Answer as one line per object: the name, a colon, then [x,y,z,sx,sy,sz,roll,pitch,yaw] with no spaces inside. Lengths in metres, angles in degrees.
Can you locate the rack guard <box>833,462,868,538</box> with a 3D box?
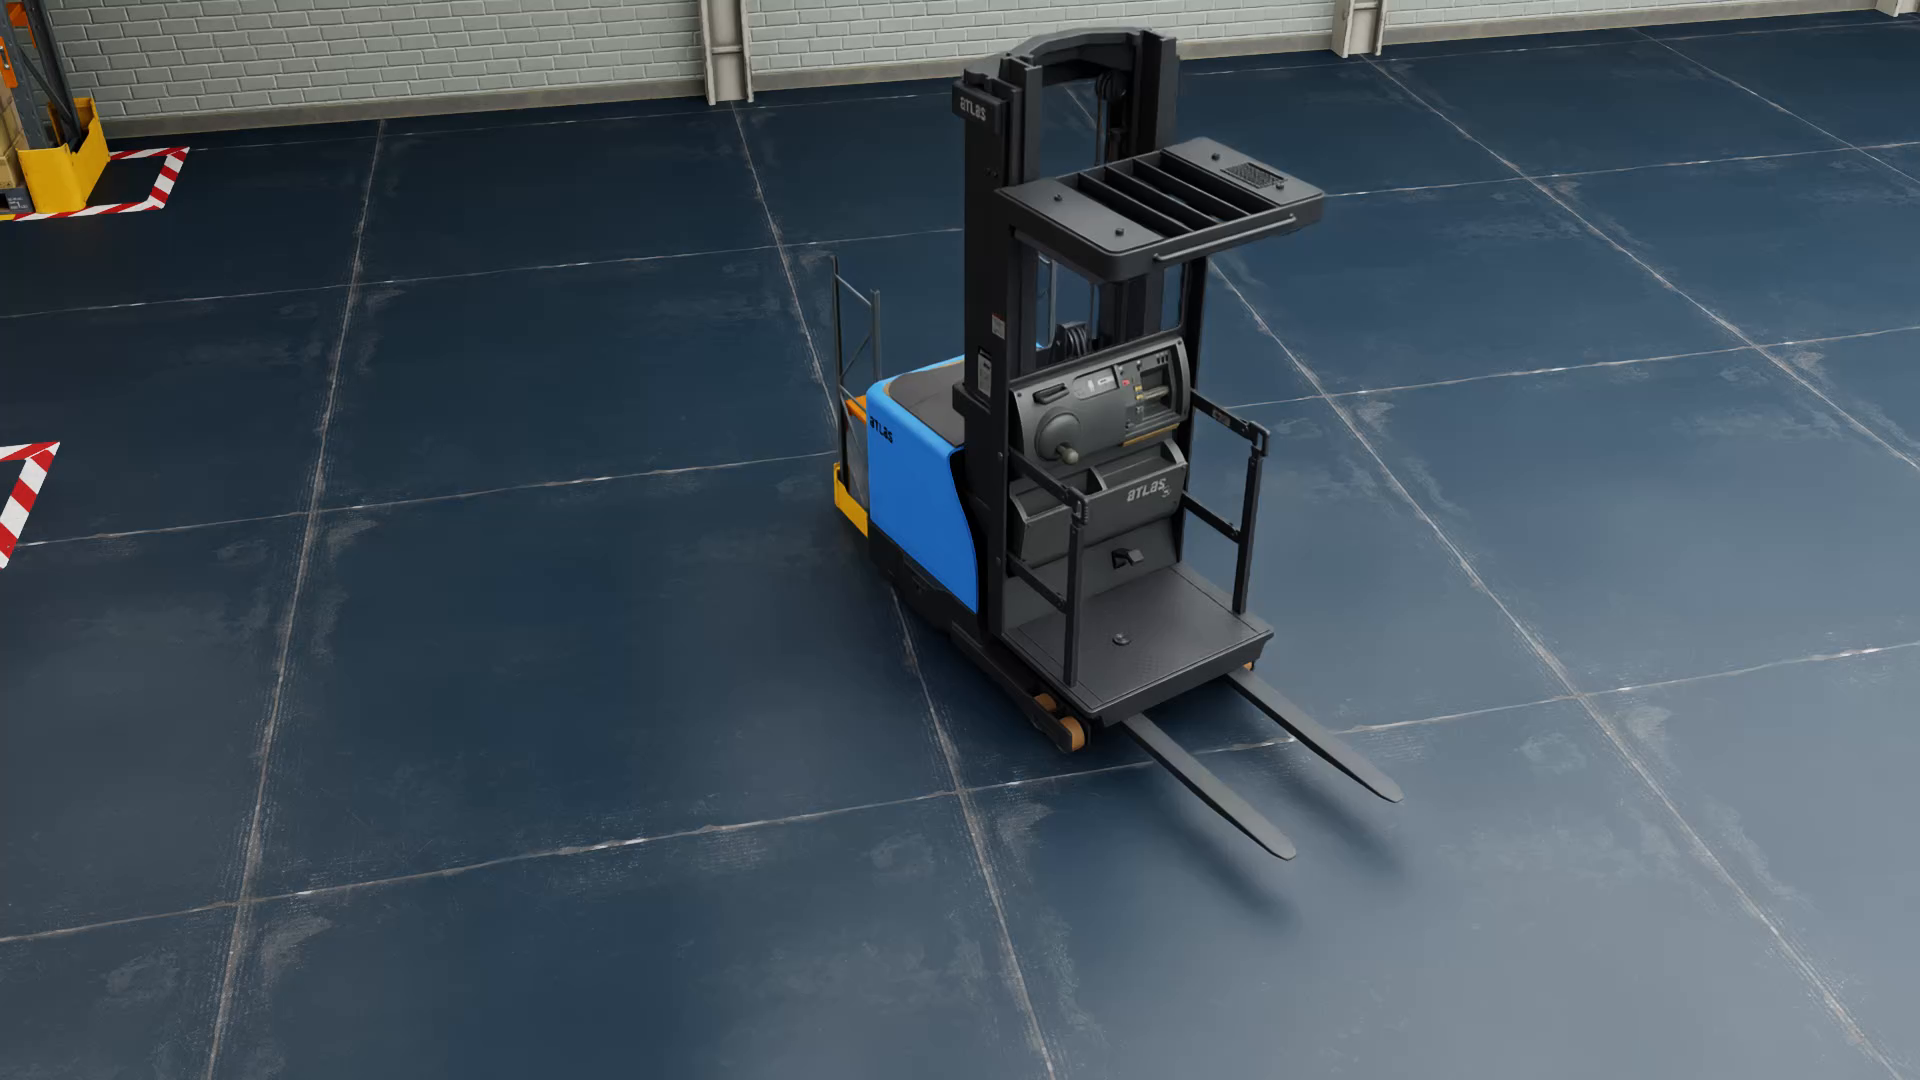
rack guard: [-0.524,-0.182,9.019,0.087,0.250,0.587,-17,38,-24]

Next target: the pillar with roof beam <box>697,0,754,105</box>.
pillar with roof beam: [-1.110,-5.351,8.871,0.400,9.000,9.100,-7,35,-11]

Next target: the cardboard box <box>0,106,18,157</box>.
cardboard box: [-7.440,-3.068,12.496,0.500,0.250,0.500,-8,35,-11]

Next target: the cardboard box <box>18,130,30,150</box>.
cardboard box: [-7.556,-3.136,13.046,0.500,0.250,0.500,-7,35,-10]

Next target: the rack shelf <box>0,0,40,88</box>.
rack shelf: [-8.985,-3.513,12.162,4.000,0.370,1.077,-7,35,-11]

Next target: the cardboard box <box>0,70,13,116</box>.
cardboard box: [-7.414,-3.280,12.362,0.500,0.250,0.500,-6,34,-9]

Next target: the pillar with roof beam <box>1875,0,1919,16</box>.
pillar with roof beam: [10.594,-6.826,11.069,0.400,9.000,9.100,-7,35,-11]

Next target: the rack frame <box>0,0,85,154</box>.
rack frame: [-7.034,-4.058,12.328,0.127,3.000,1.000,-7,35,-11]

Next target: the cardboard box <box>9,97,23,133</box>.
cardboard box: [-7.538,-3.353,12.920,0.500,0.250,0.500,-7,34,-10]

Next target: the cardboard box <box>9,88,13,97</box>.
cardboard box: [-7.544,-3.549,12.764,0.500,0.250,0.500,-8,35,-11]

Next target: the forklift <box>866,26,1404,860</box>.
forklift: [0.752,-0.555,7.170,1.130,2.935,3.031,-20,39,-27]

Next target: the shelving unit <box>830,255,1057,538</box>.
shelving unit: [-0.091,-0.837,8.875,1.083,1.500,0.587,-17,38,-24]

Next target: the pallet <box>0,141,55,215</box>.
pallet: [-7.771,-2.783,12.931,1.213,0.211,1.003,-7,35,-11]

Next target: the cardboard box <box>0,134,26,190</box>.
cardboard box: [-7.423,-2.861,12.635,0.500,0.250,0.500,-7,34,-10]

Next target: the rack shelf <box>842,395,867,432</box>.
rack shelf: [-0.083,-0.690,8.979,1.000,0.185,0.538,-17,38,-24]

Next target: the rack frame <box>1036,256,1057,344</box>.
rack frame: [0.360,-0.979,9.086,0.032,1.500,0.500,-17,38,-24]

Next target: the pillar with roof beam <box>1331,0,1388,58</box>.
pillar with roof beam: [4.742,-6.089,9.970,0.400,9.000,9.100,-7,35,-11]

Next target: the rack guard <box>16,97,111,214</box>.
rack guard: [-7.011,-3.023,13.029,0.348,0.500,1.175,-7,35,-11]

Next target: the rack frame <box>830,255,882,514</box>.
rack frame: [-0.525,-0.700,8.671,0.032,1.500,0.500,-17,38,-24]
